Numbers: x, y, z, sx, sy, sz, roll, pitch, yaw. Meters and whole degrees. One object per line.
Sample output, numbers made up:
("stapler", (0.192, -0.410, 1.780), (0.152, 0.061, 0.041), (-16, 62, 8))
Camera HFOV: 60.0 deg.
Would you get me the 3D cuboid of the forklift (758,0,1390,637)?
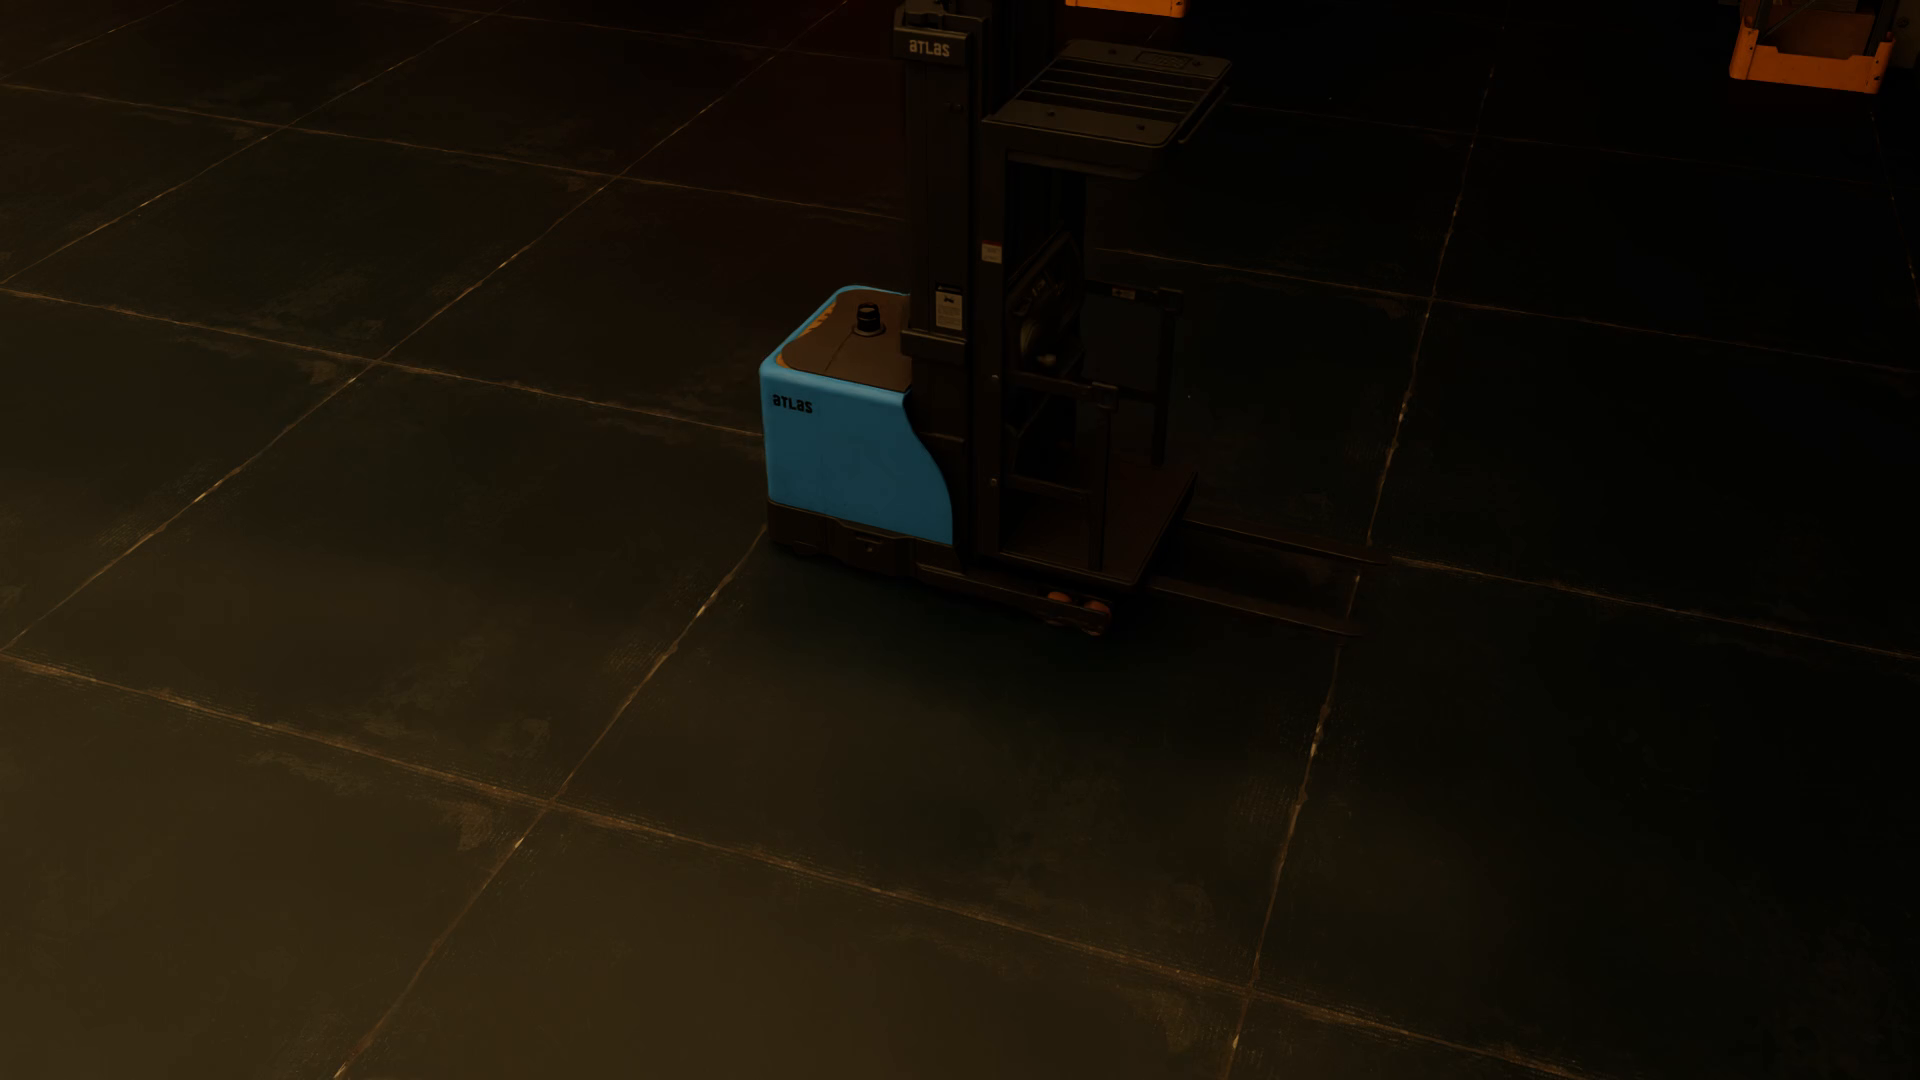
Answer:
("forklift", (0.579, -1.086, 7.643), (3.031, 2.935, 1.130), (14, 38, 18))
